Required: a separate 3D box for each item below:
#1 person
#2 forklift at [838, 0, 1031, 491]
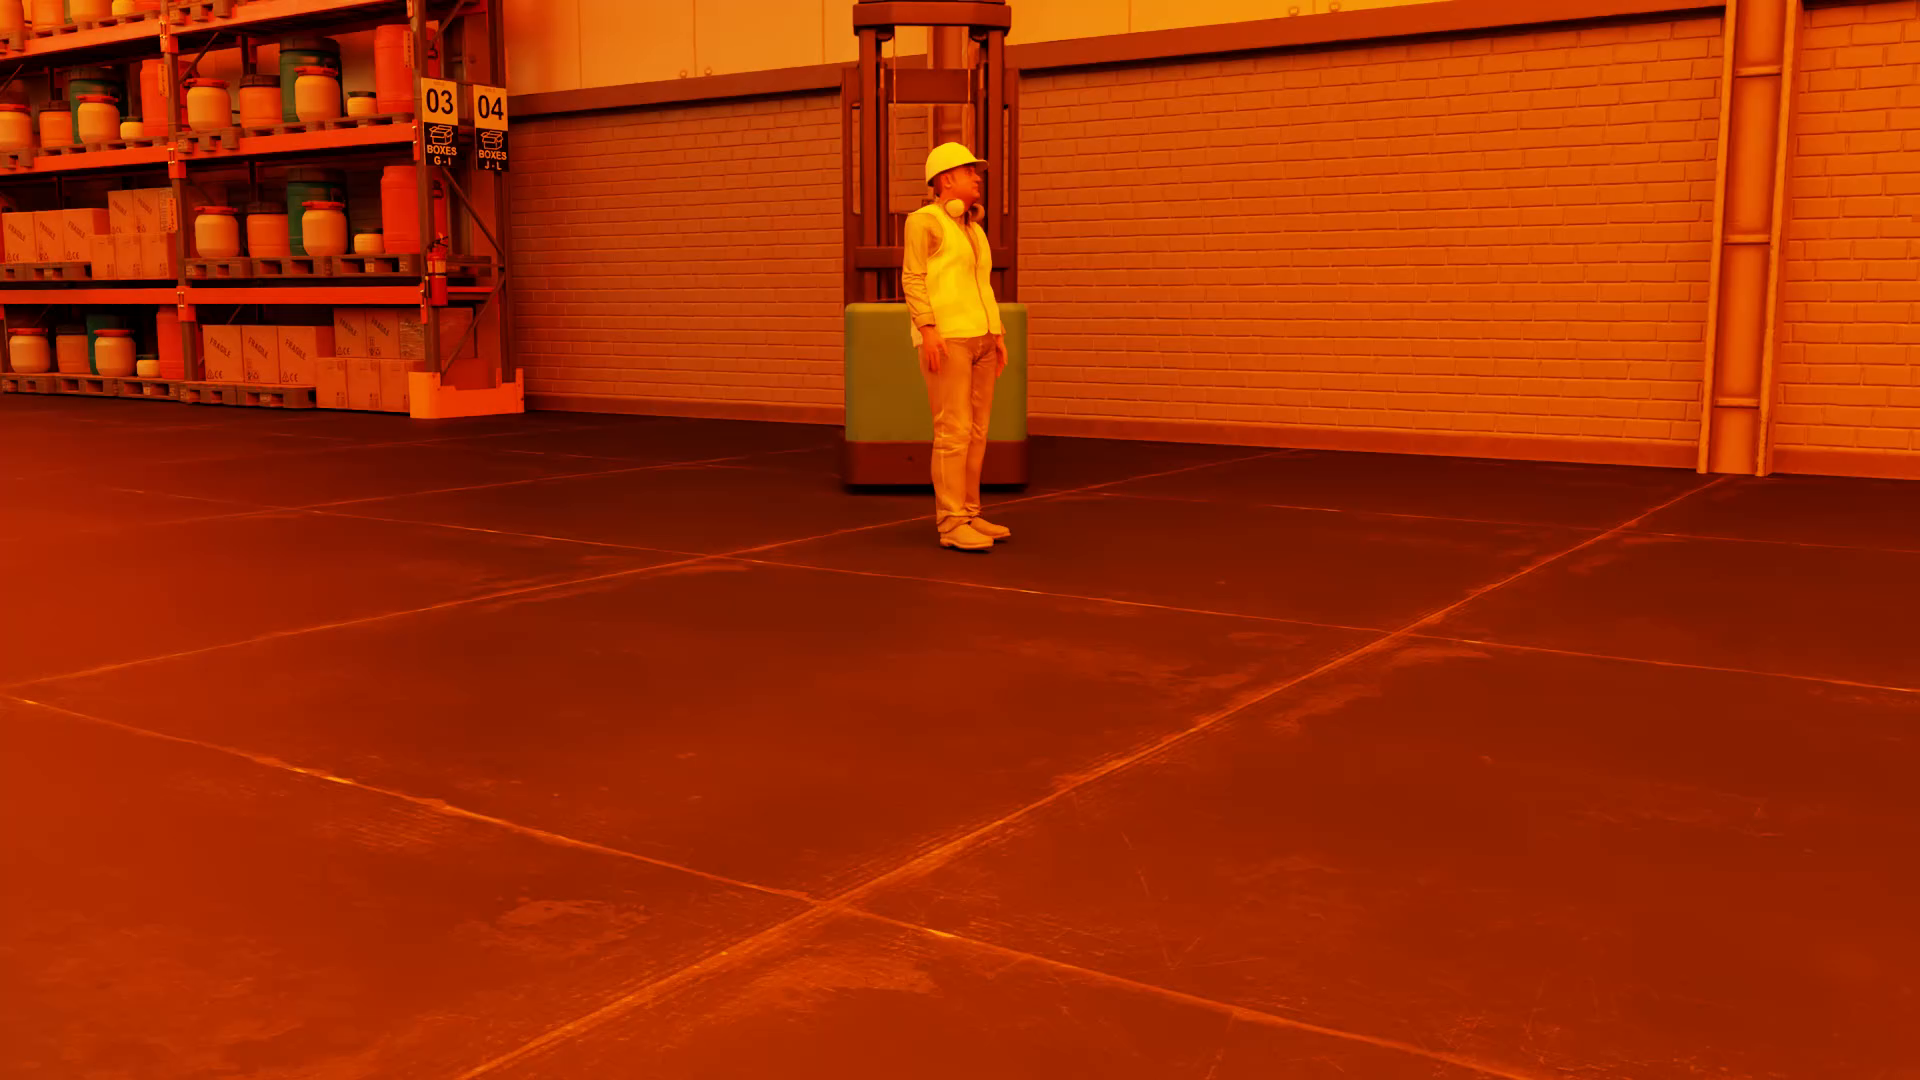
[{"bbox_3d":[0.048,-0.880,7.437,0.566,1.775,0.634,5,10,34],"label":"person"},{"bbox_3d":[-0.194,-1.903,10.575,1.130,2.935,3.031,0,8,-3],"label":"forklift"}]
